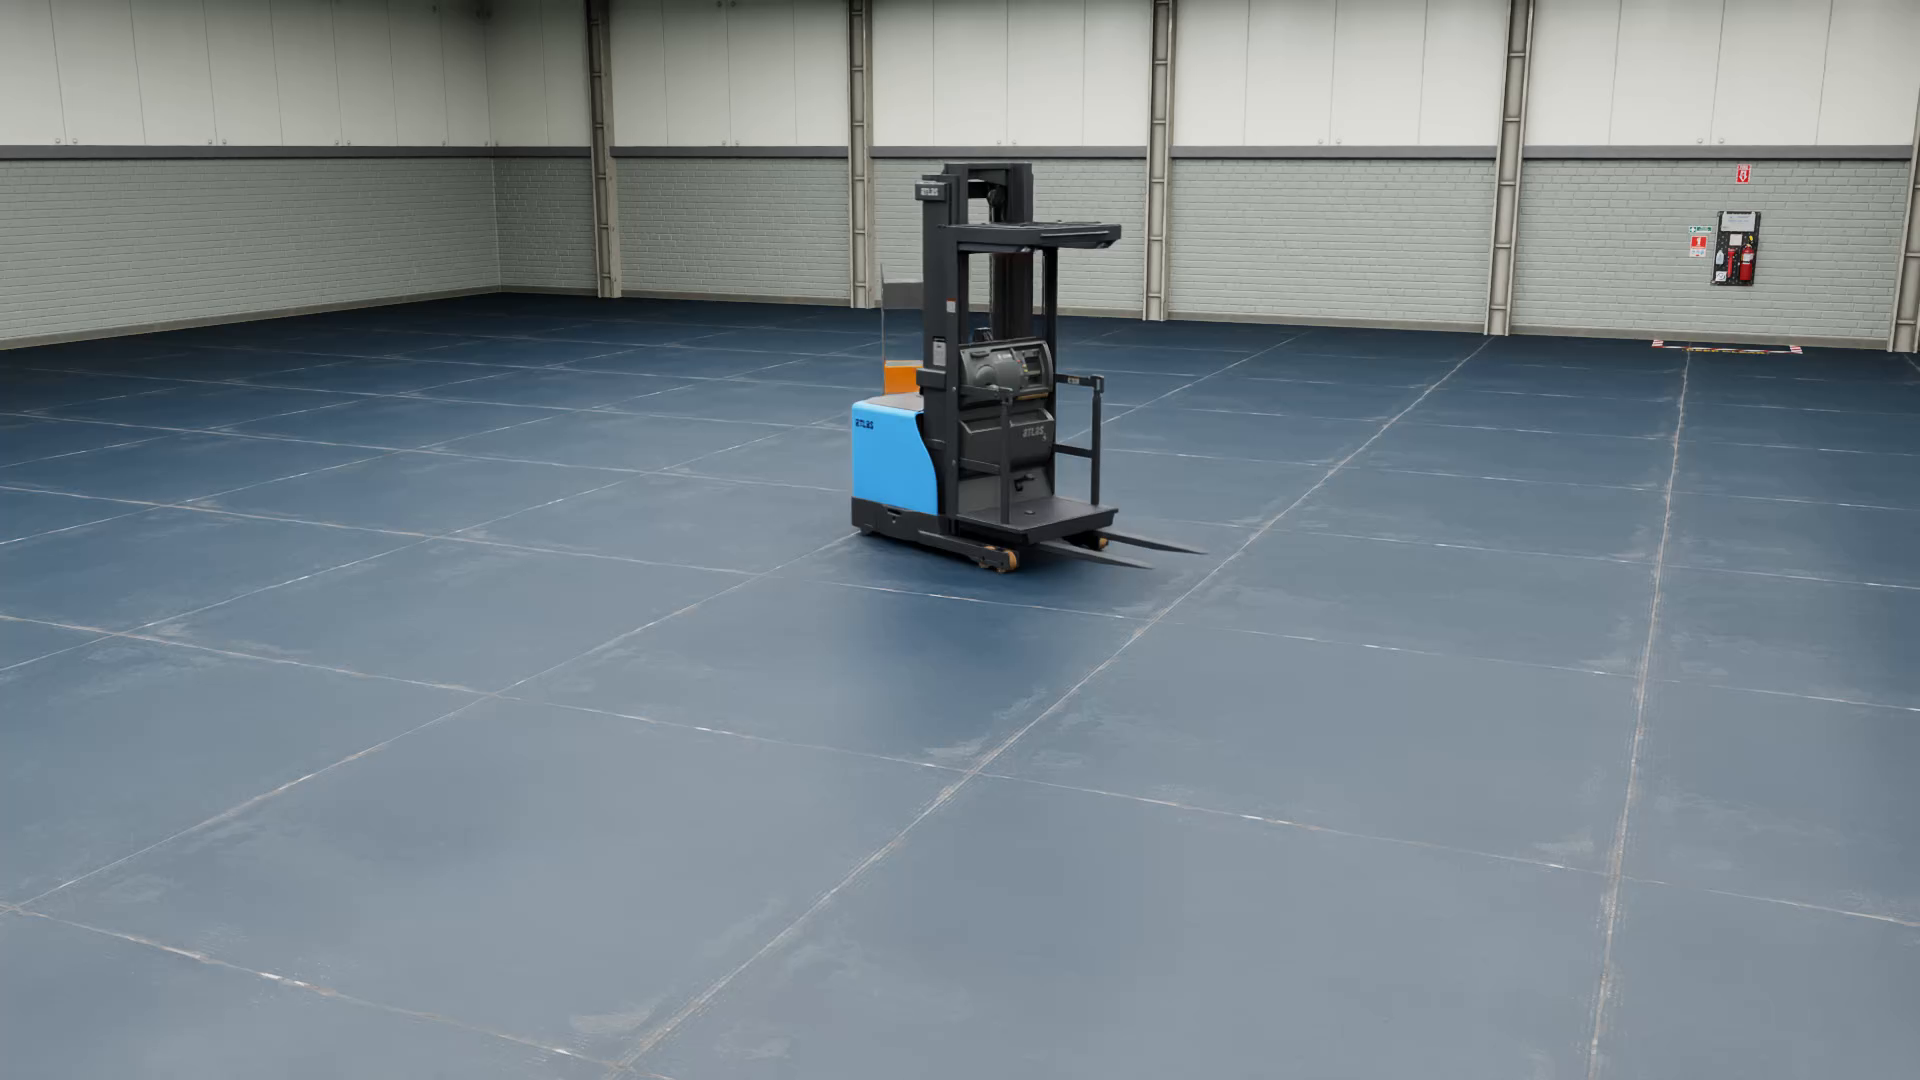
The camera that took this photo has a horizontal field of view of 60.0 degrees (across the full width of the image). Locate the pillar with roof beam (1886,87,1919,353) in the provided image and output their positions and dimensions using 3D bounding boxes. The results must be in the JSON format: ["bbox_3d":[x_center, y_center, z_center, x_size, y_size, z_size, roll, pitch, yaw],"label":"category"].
[{"bbox_3d":[12.802,-6.399,20.828,0.400,9.000,9.100,6,14,23],"label":"pillar with roof beam"}]

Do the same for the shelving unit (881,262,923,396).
[{"bbox_3d":[-0.401,-1.296,14.171,0.503,2.100,0.431,-1,13,-2],"label":"shelving unit"}]

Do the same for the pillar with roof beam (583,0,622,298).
[{"bbox_3d":[-9.141,-8.620,30.292,0.400,9.000,9.100,6,14,23],"label":"pillar with roof beam"}]

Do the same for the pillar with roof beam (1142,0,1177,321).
[{"bbox_3d":[1.831,-7.510,25.560,0.400,9.000,9.100,6,14,23],"label":"pillar with roof beam"}]

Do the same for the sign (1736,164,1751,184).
[{"bbox_3d":[12.335,-5.764,26.180,0.199,0.298,0.001,6,14,23],"label":"sign"}]

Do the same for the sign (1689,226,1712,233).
[{"bbox_3d":[11.839,-4.960,26.589,0.331,0.109,0.001,6,14,23],"label":"sign"}]

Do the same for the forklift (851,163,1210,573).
[{"bbox_3d":[0.503,-1.317,12.452,1.130,2.935,3.031,-12,18,-42],"label":"forklift"}]

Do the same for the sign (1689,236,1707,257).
[{"bbox_3d":[11.838,-4.704,26.659,0.234,0.329,0.001,6,14,23],"label":"sign"}]

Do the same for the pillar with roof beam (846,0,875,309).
[{"bbox_3d":[-3.655,-8.065,27.926,0.400,9.000,9.100,6,14,23],"label":"pillar with roof beam"}]

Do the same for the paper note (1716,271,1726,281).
[{"bbox_3d":[12.168,-4.216,26.585,0.142,0.148,0.016,6,14,23],"label":"paper note"}]

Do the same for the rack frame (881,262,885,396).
[{"bbox_3d":[-0.645,-1.291,14.162,0.015,2.100,0.400,-1,13,-2],"label":"rack frame"}]

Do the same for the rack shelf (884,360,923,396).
[{"bbox_3d":[-0.401,-1.283,14.174,0.480,0.518,0.431,-1,13,-2],"label":"rack shelf"}]

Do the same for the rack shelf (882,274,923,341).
[{"bbox_3d":[-0.409,-1.965,14.014,0.480,0.518,0.431,-1,13,-2],"label":"rack shelf"}]

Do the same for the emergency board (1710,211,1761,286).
[{"bbox_3d":[12.302,-4.614,26.353,0.643,1.169,0.194,6,14,23],"label":"emergency board"}]

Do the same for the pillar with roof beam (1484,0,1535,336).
[{"bbox_3d":[7.316,-6.954,23.194,0.400,9.000,9.100,6,14,23],"label":"pillar with roof beam"}]
